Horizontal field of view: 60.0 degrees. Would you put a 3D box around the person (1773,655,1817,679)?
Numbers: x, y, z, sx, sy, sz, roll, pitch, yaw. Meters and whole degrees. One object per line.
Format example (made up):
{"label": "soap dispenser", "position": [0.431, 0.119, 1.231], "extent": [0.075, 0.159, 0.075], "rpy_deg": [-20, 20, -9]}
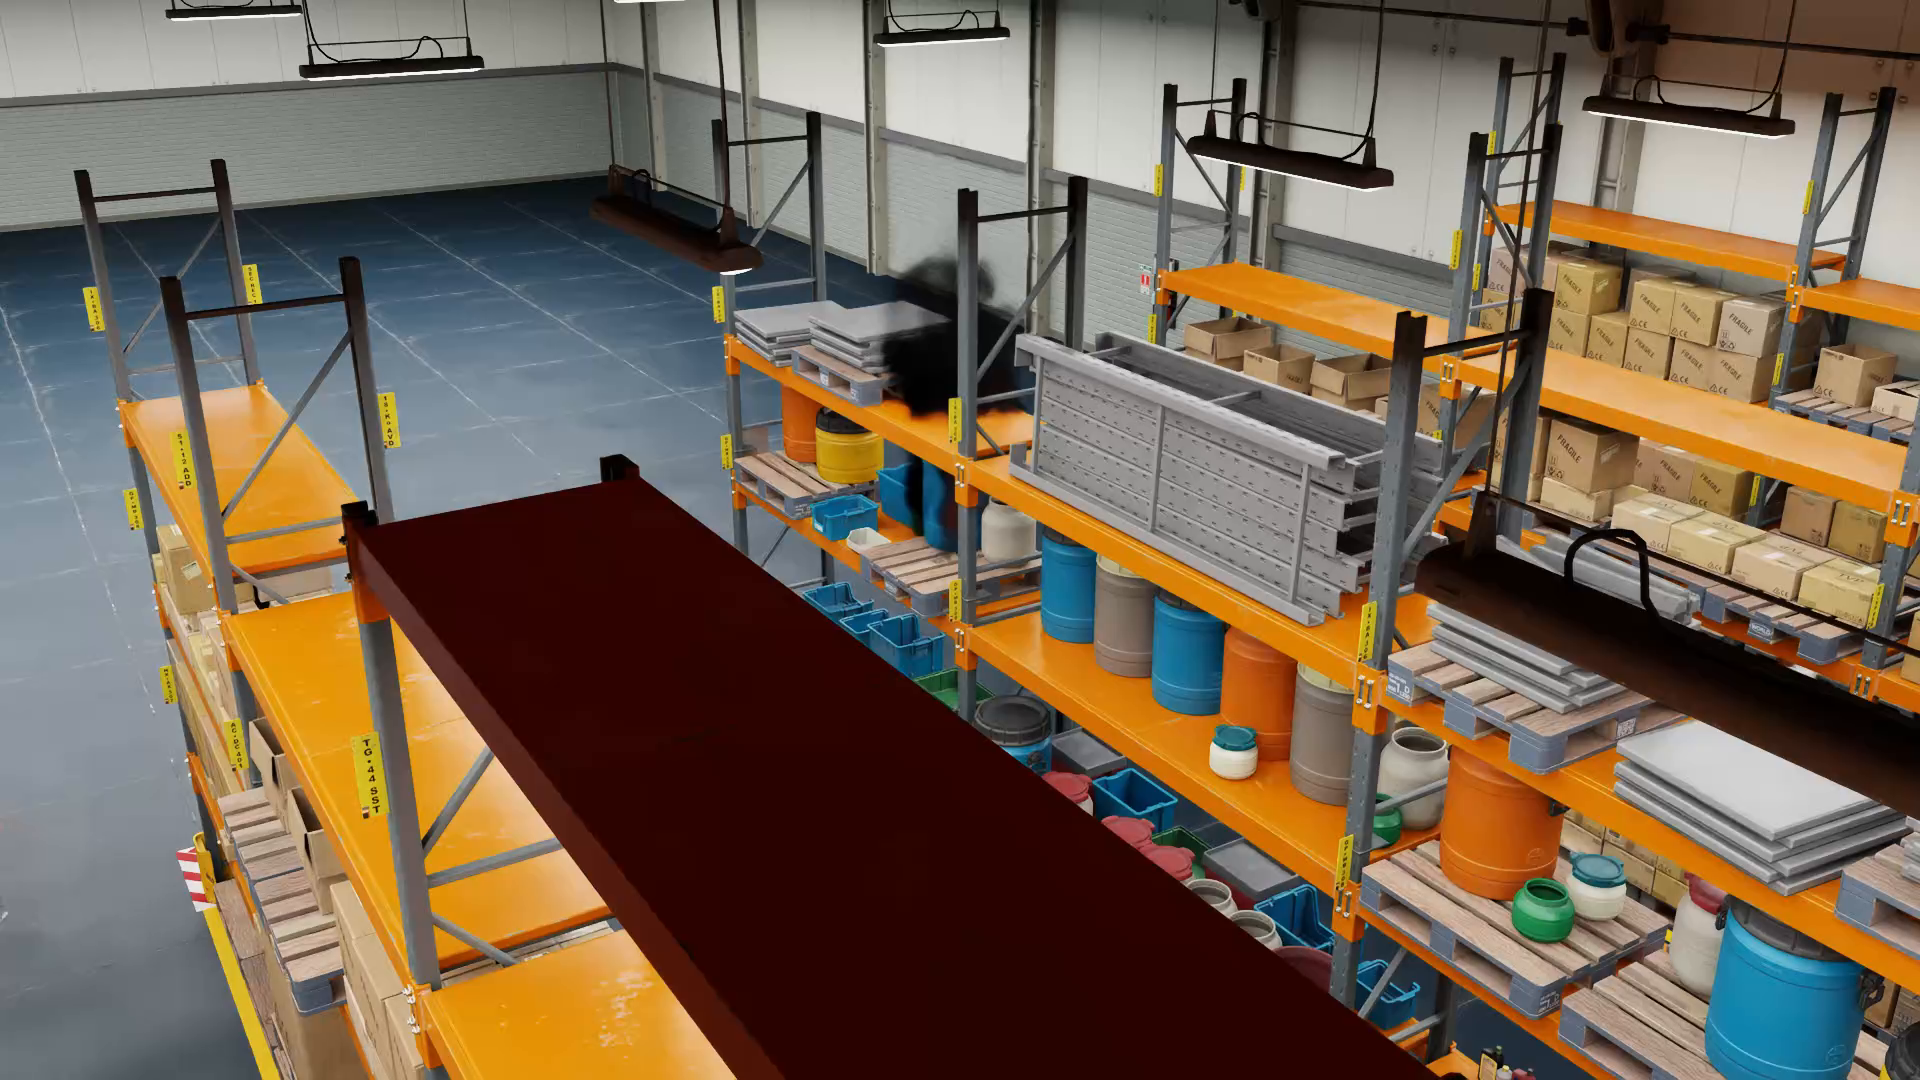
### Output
{"label": "person", "position": [7.329, 1.669, 14.910], "extent": [0.680, 1.762, 0.802], "rpy_deg": [-17, 27, -35]}
